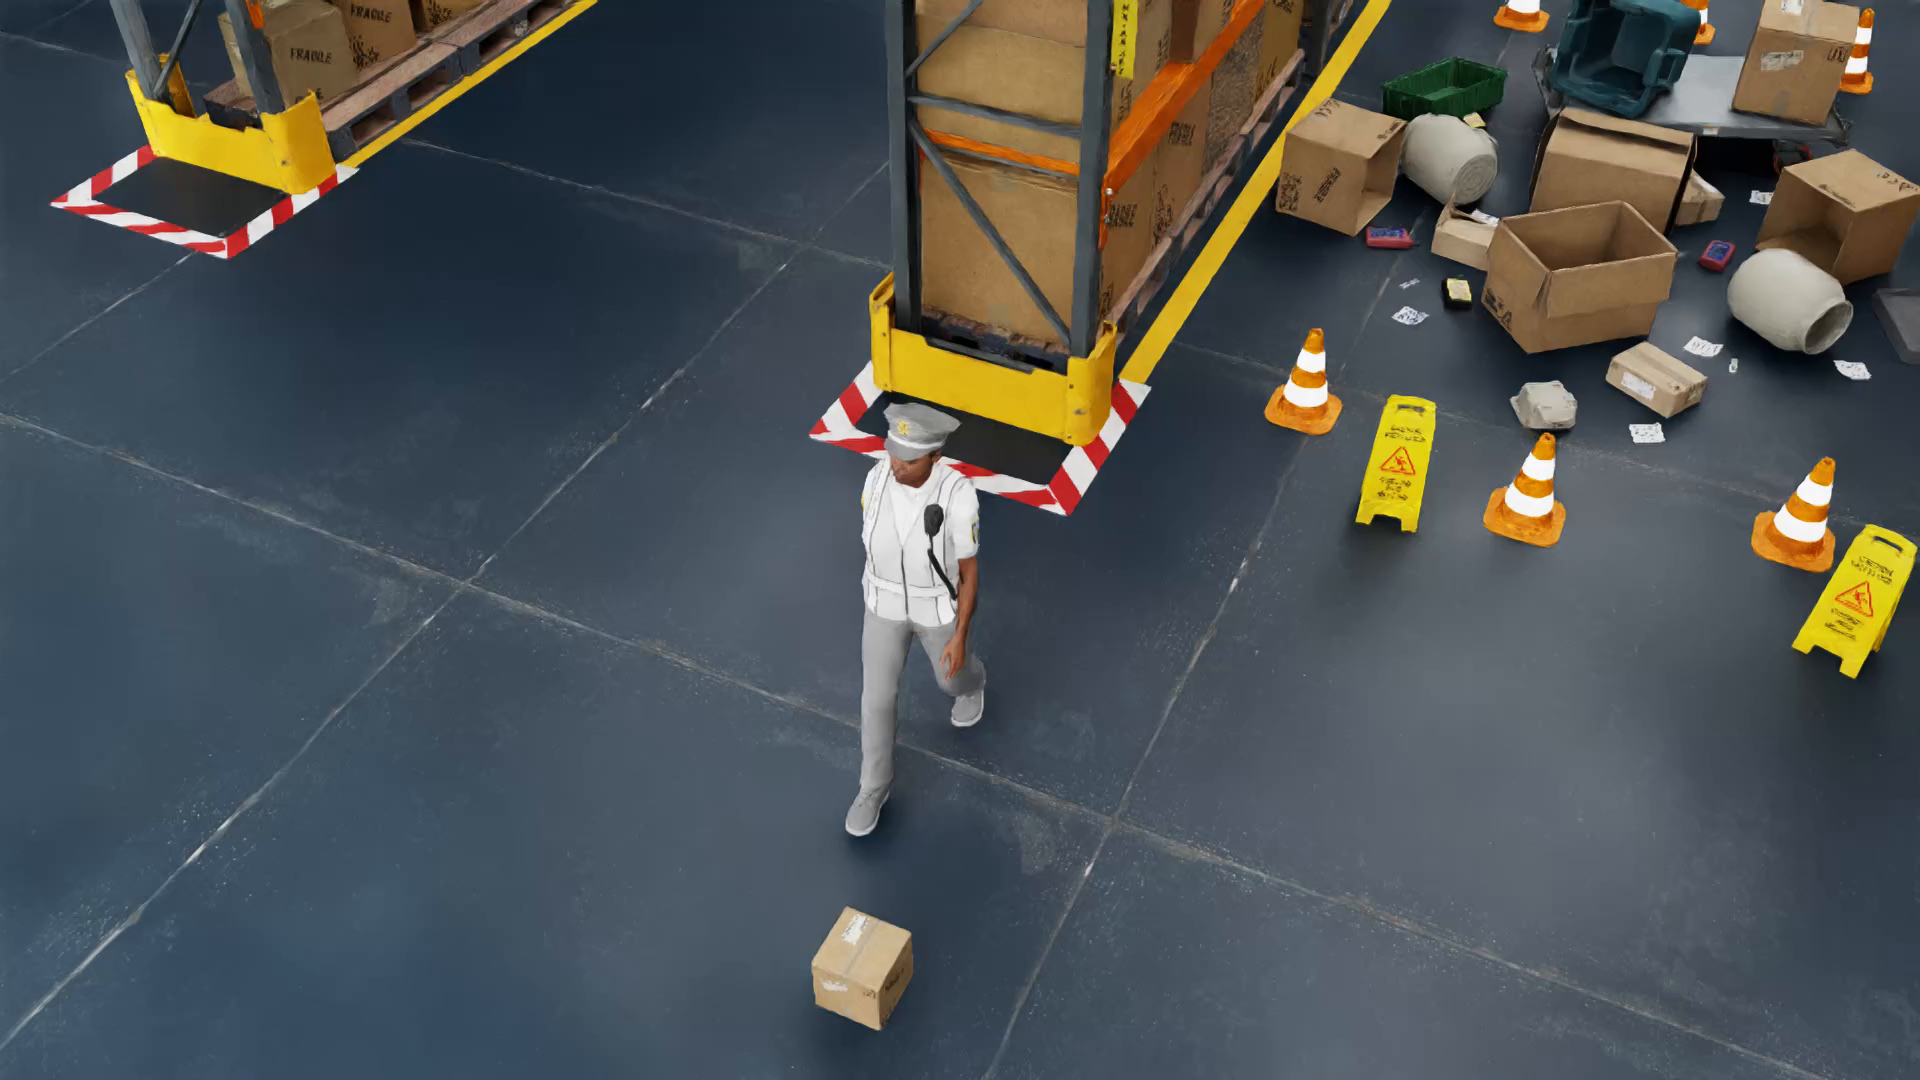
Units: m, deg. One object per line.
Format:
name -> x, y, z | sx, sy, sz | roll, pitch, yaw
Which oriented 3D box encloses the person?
person -> -0.158, 0.247, 5.863 | 0.444, 1.653, 0.874 | 10, 43, 11
